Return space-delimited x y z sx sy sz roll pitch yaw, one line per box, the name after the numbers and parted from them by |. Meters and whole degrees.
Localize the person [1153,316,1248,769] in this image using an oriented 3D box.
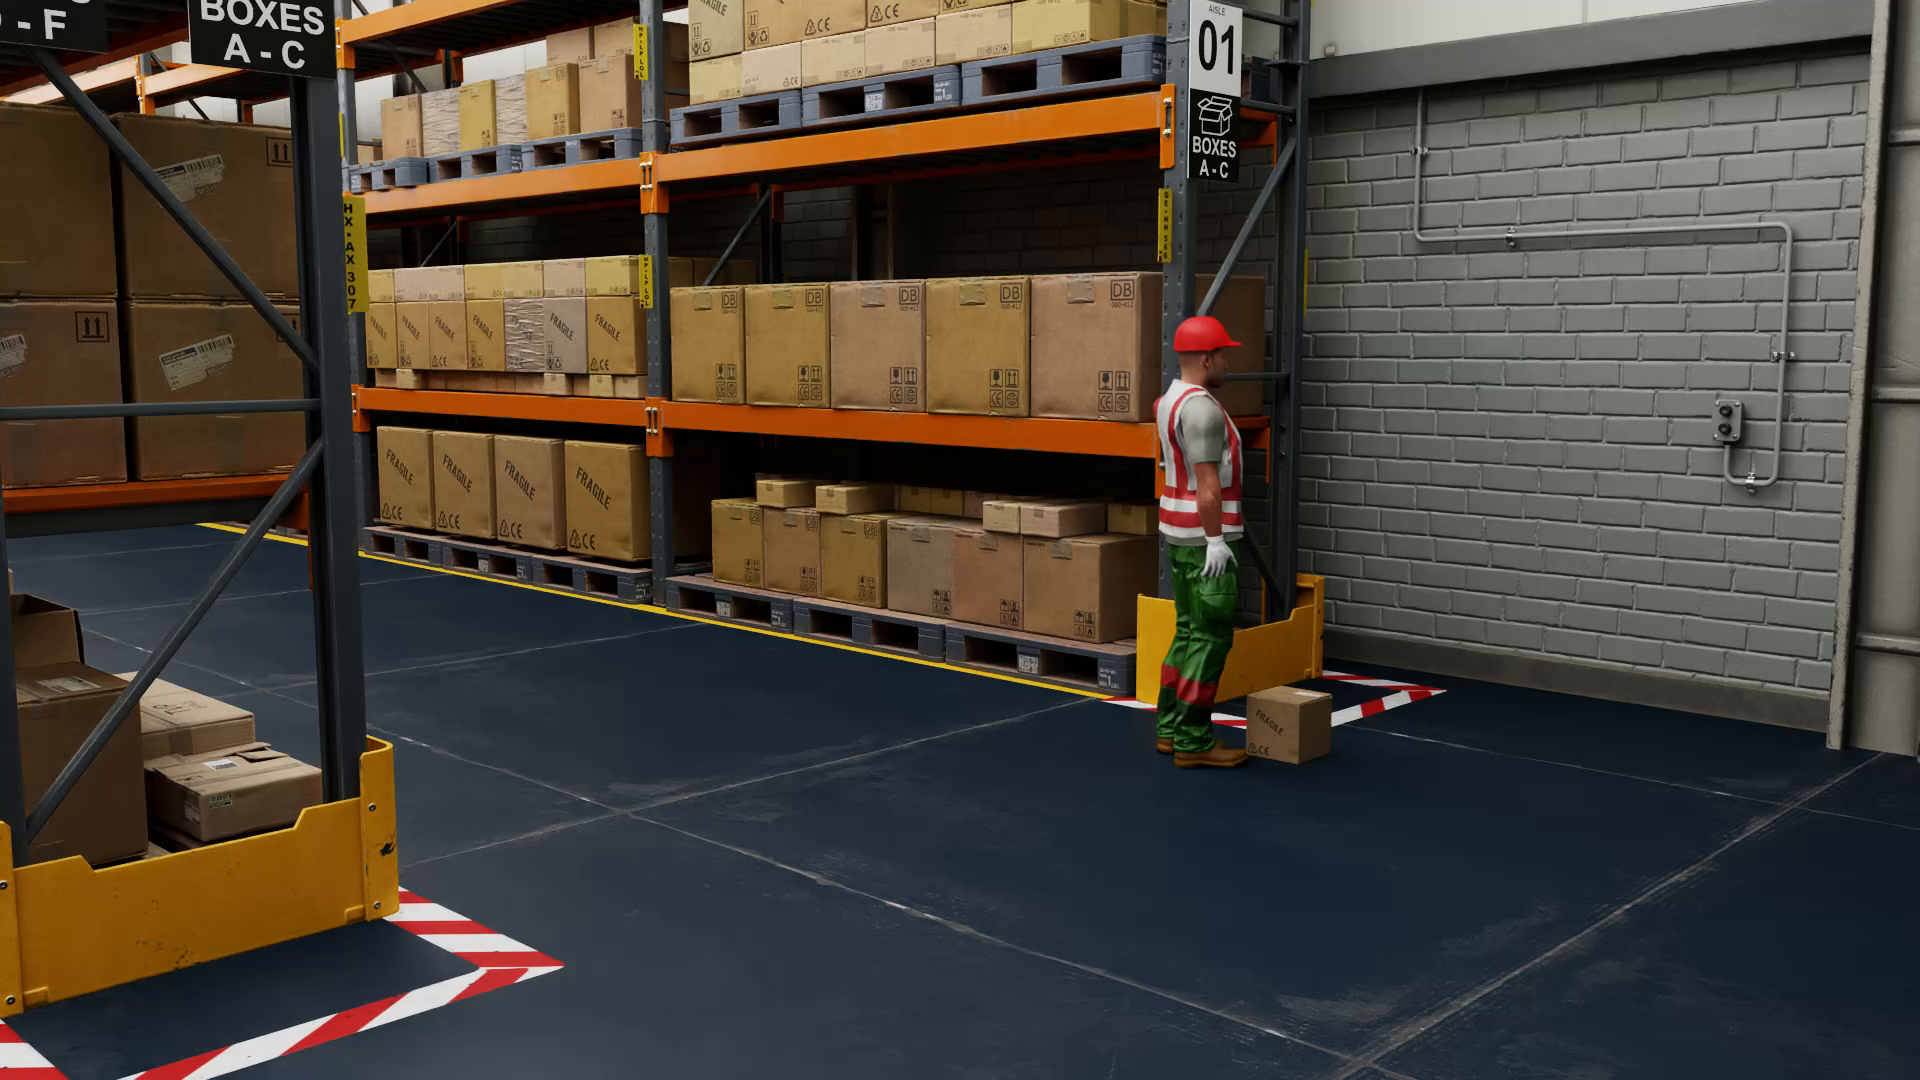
0.965 0.006 6.670 0.344 1.794 0.526 -1 7 -7 | person
